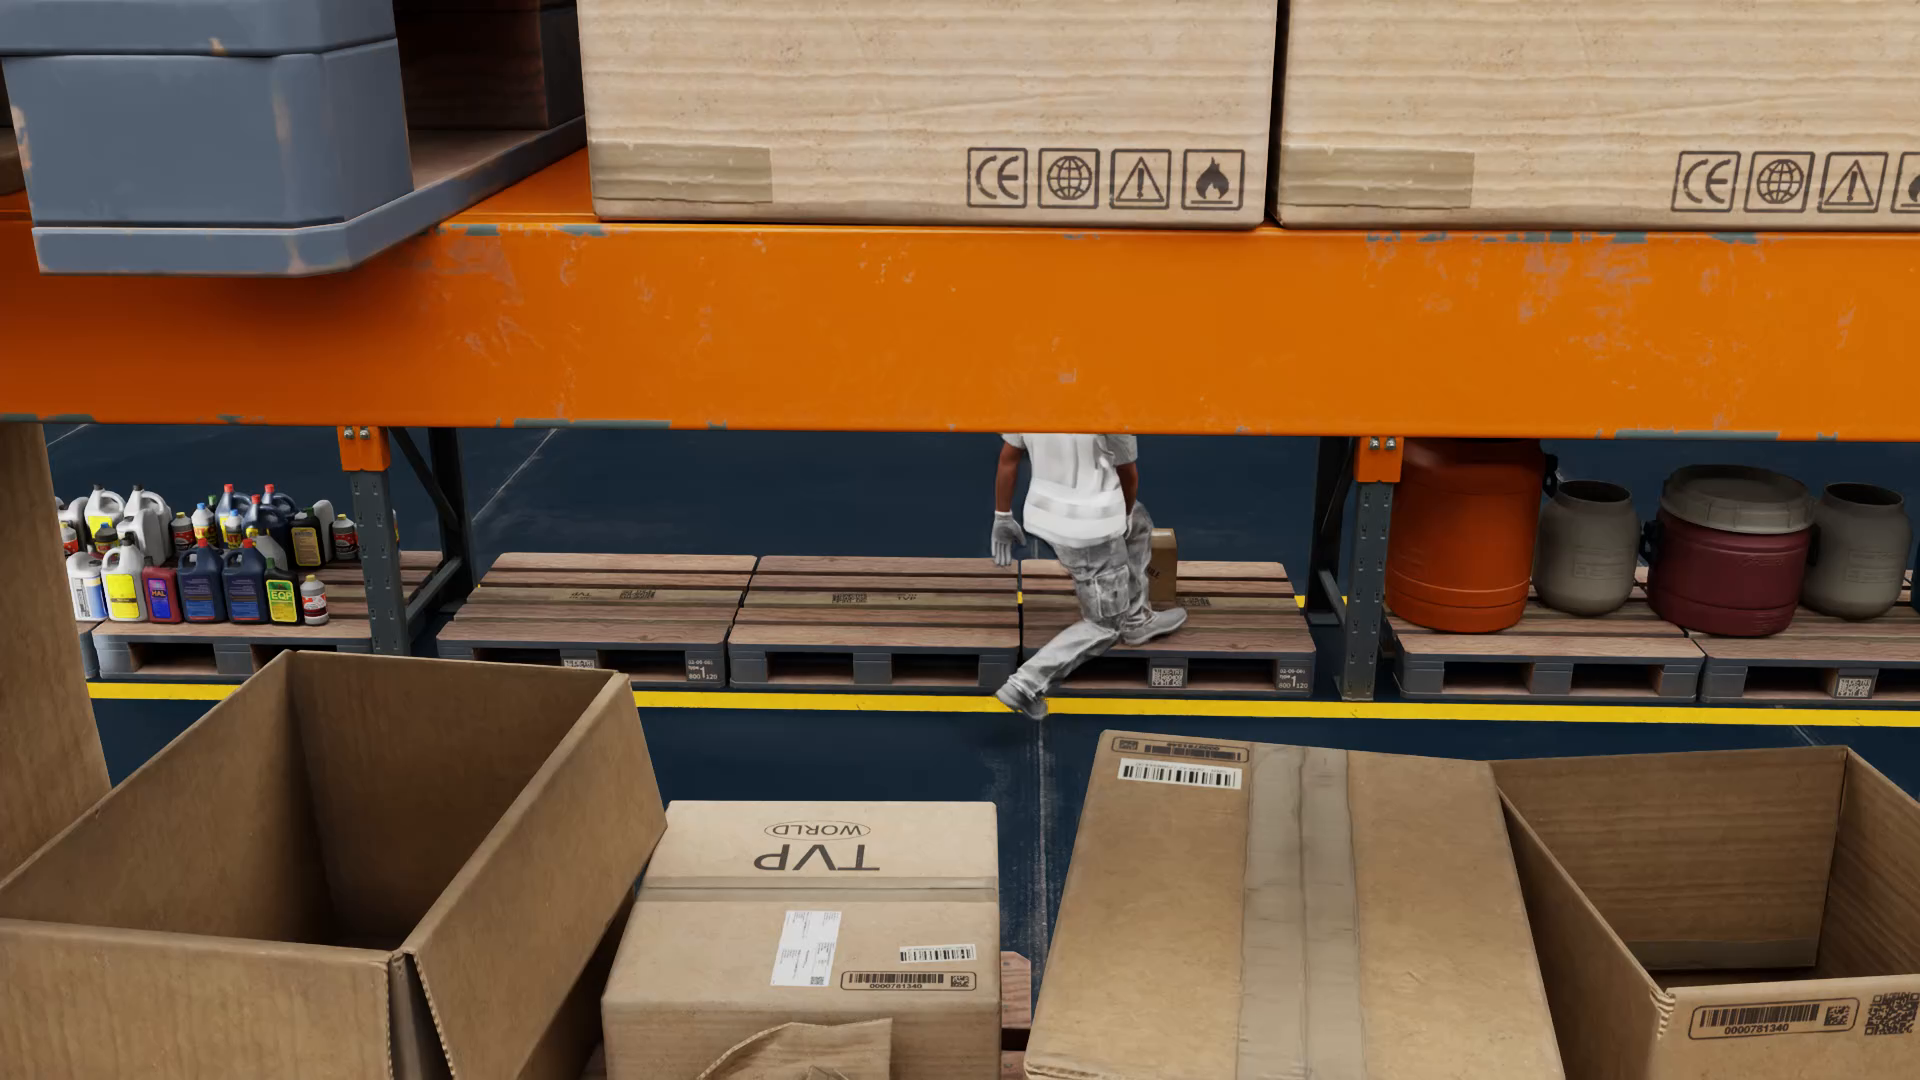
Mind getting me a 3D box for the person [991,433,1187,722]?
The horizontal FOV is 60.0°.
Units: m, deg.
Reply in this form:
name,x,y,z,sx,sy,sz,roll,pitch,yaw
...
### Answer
name,x,y,z,sx,sy,sz,roll,pitch,yaw
person,0.499,-0.152,6.474,1.068,1.591,0.519,-16,26,-36
